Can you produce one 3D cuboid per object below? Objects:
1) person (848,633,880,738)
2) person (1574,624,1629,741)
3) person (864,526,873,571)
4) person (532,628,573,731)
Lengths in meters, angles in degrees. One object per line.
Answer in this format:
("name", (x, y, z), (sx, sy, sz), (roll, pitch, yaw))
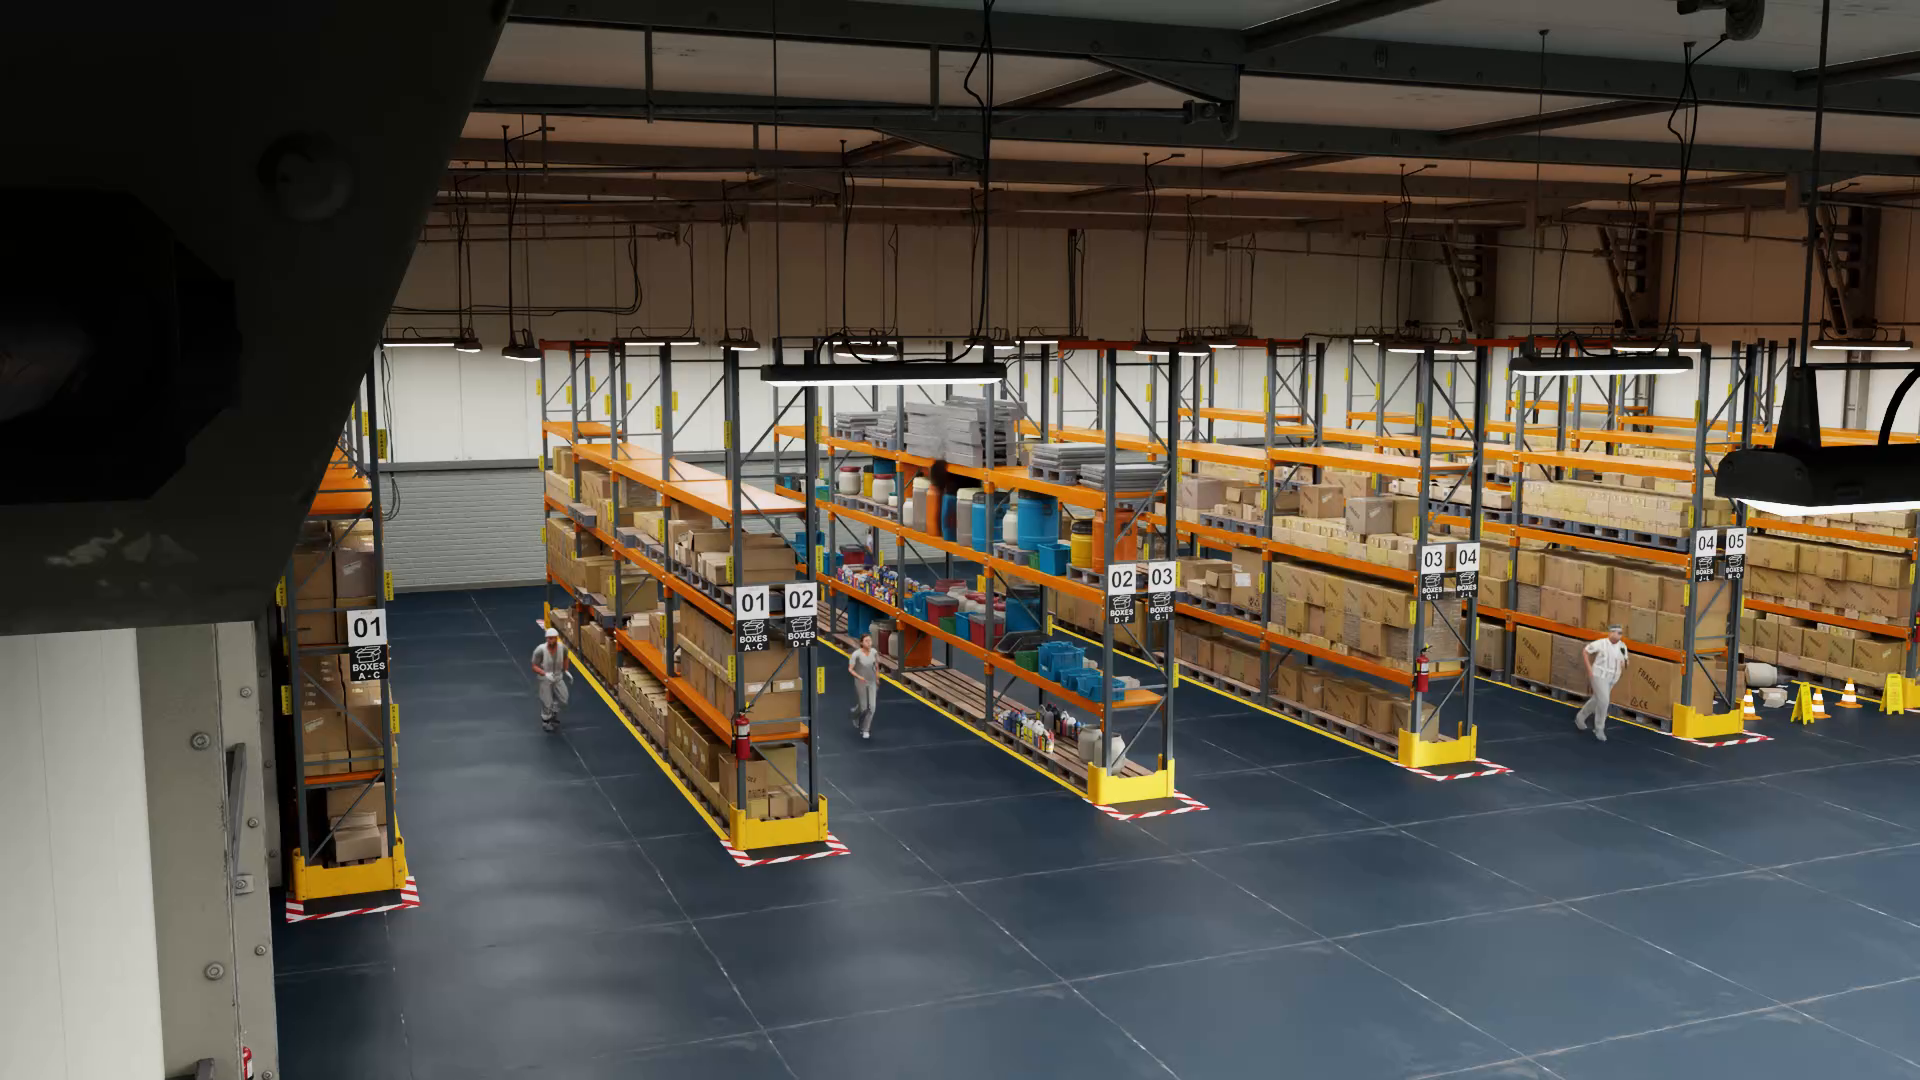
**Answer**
("person", (-1.477, 2.226, 25.571), (0.551, 1.642, 0.742), (-4, 8, -27))
("person", (9.902, 2.130, 25.607), (0.776, 1.720, 0.861), (-3, 8, -24))
("person", (-2.032, 0.464, 39.090), (0.529, 1.582, 0.670), (0, 7, 4))
("person", (-6.321, 2.161, 25.754), (0.674, 1.681, 0.775), (-6, 9, -36))
